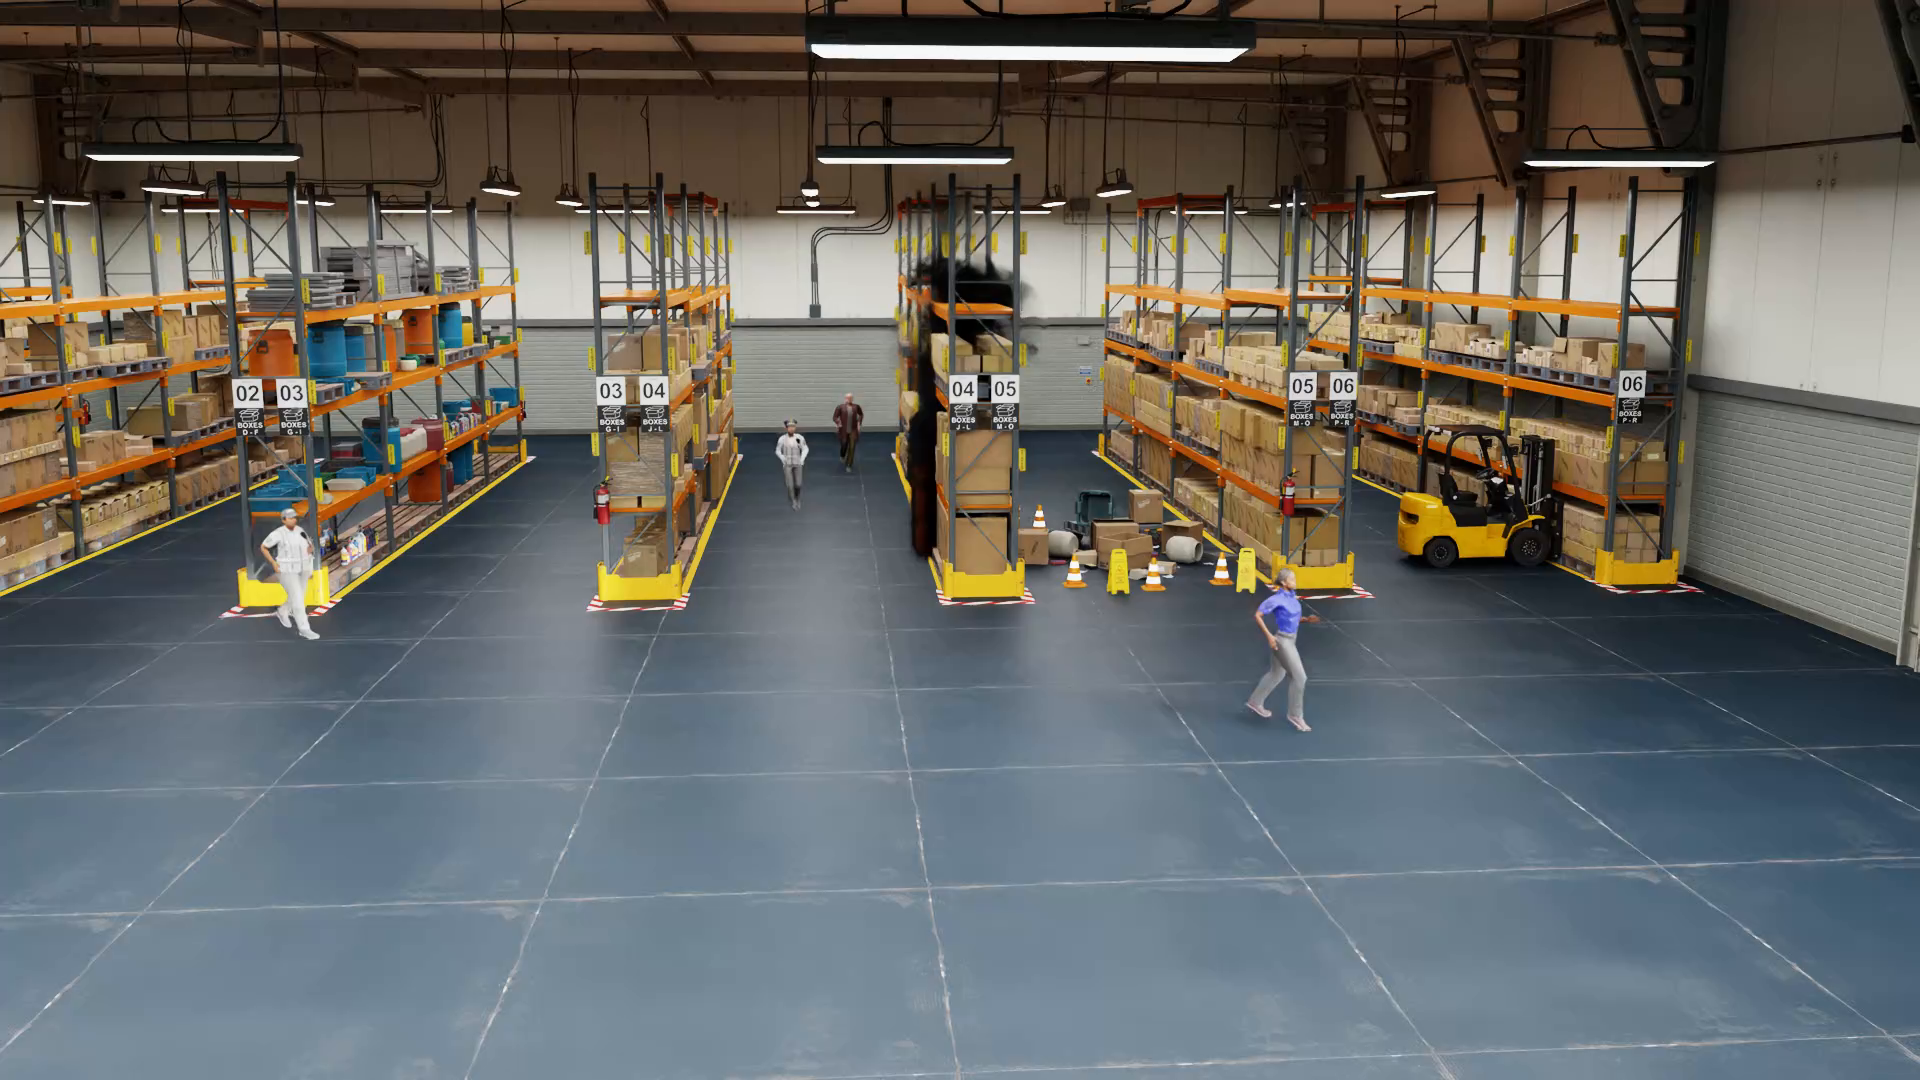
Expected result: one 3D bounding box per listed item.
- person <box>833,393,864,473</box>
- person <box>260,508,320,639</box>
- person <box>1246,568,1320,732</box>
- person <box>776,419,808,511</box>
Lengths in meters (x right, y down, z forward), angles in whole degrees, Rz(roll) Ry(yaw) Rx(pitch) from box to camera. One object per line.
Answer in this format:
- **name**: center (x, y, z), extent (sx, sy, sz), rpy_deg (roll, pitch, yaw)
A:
- **person**: center (-2.504, -2.424, 37.451), extent (0.714, 1.778, 0.936), rpy_deg (-2, 10, -10)
- **person**: center (-8.628, 0.409, 21.500), extent (0.942, 1.654, 0.605), rpy_deg (5, 11, 28)
- **person**: center (3.387, 1.141, 17.483), extent (0.777, 1.718, 0.547), rpy_deg (5, 11, 25)
- **person**: center (-3.008, -1.349, 29.895), extent (0.592, 1.665, 0.501), rpy_deg (-1, 10, -8)
